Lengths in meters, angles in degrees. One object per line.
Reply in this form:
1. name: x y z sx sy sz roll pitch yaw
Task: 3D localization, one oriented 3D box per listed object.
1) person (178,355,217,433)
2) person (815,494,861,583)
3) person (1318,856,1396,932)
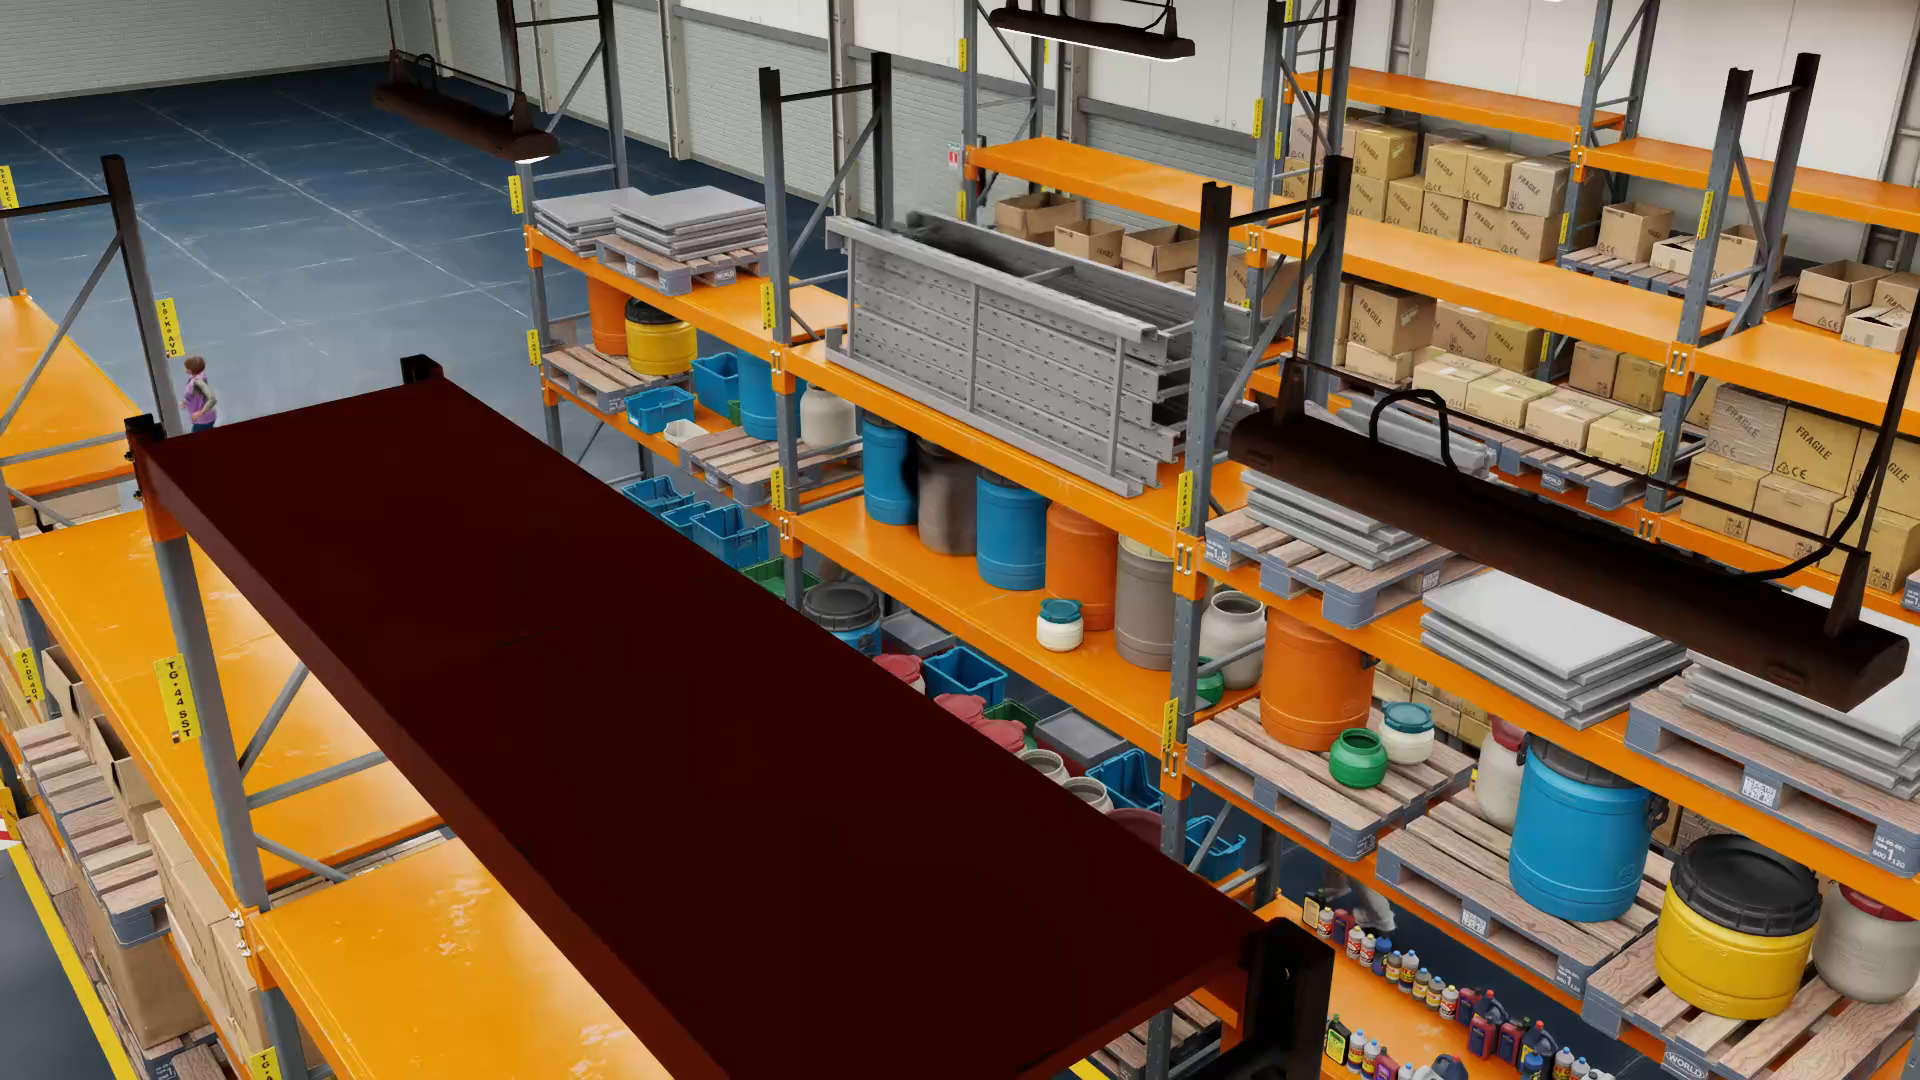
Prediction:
1. person: -8.755 -1.402 19.387 0.756 1.570 0.539 -9 27 -18
2. person: -1.138 0.112 16.107 0.661 1.672 0.605 -20 33 -36
3. person: 2.847 2.026 12.097 0.909 1.814 0.613 18 31 32
